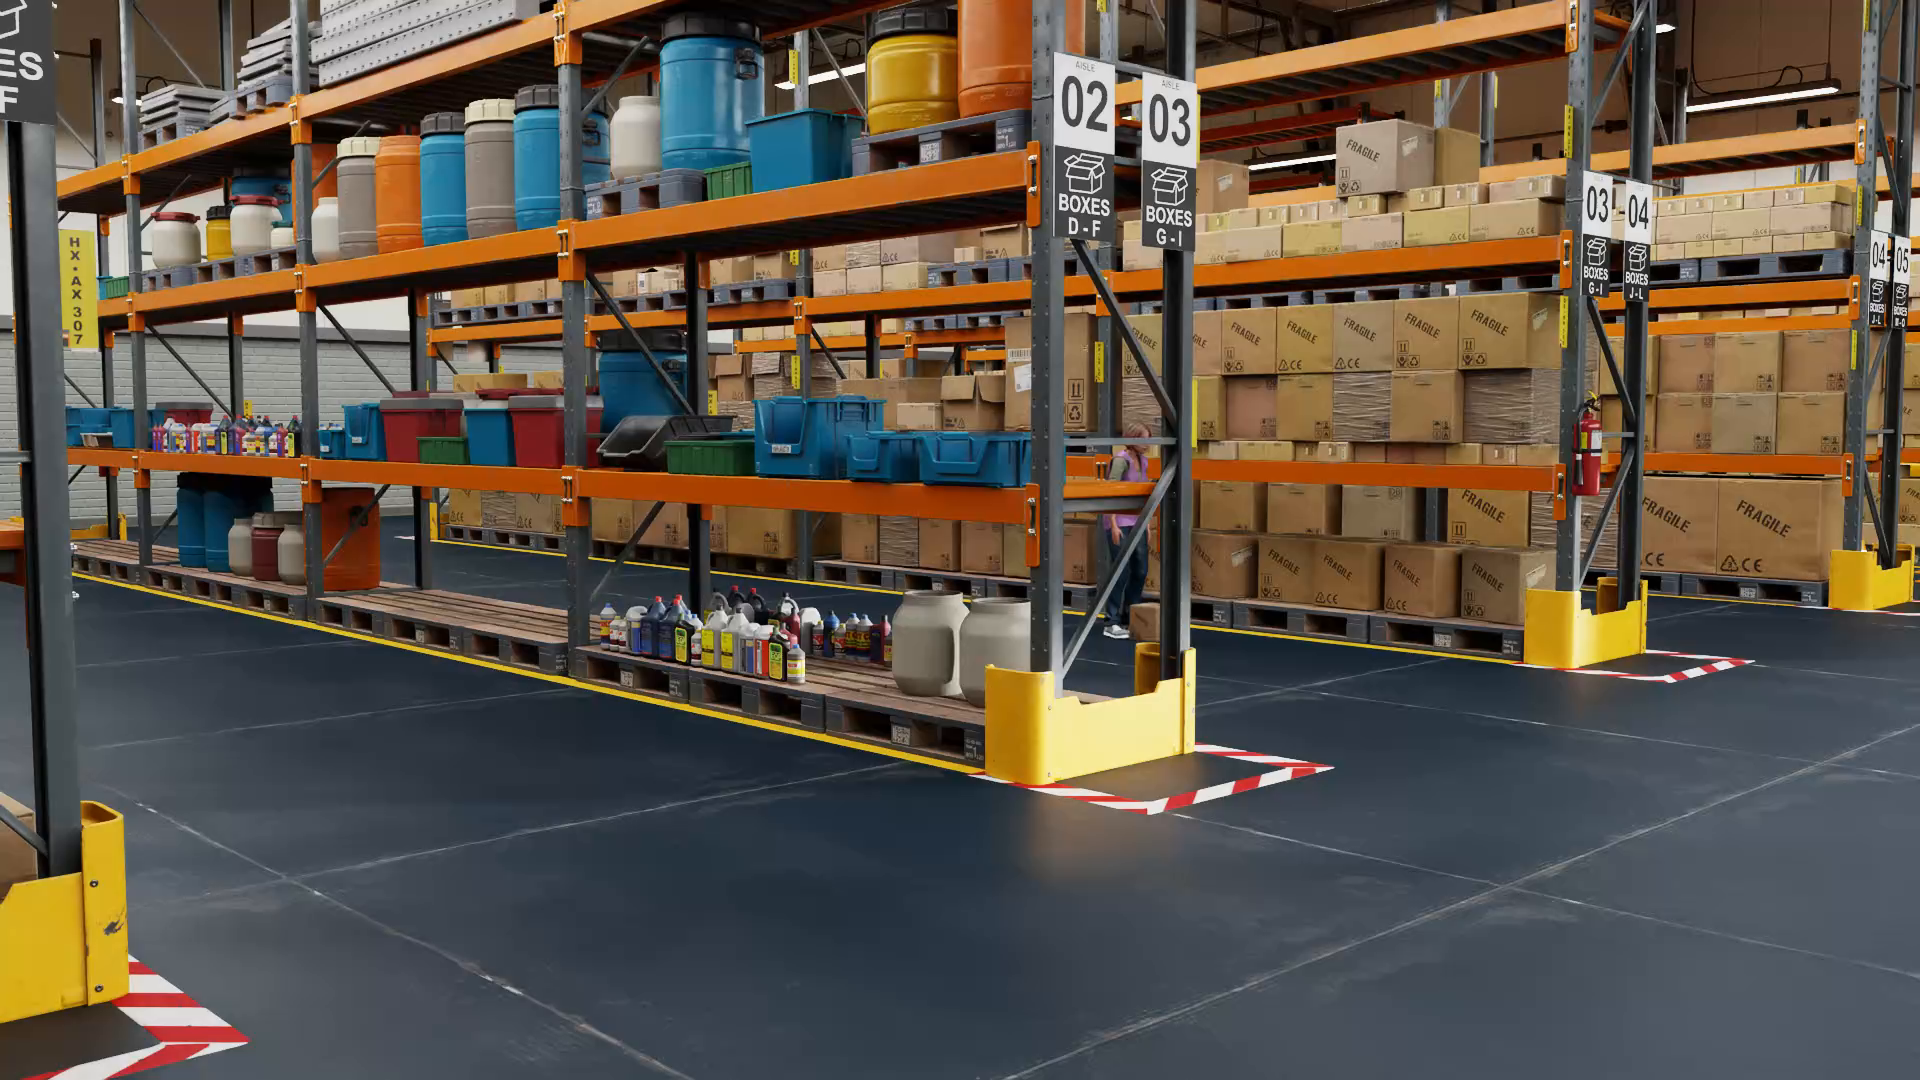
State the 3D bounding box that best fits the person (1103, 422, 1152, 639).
[{"bbox_3d":[1.252,-0.076,12.358,0.348,1.590,0.470,4,6,44],"label":"person"}]
